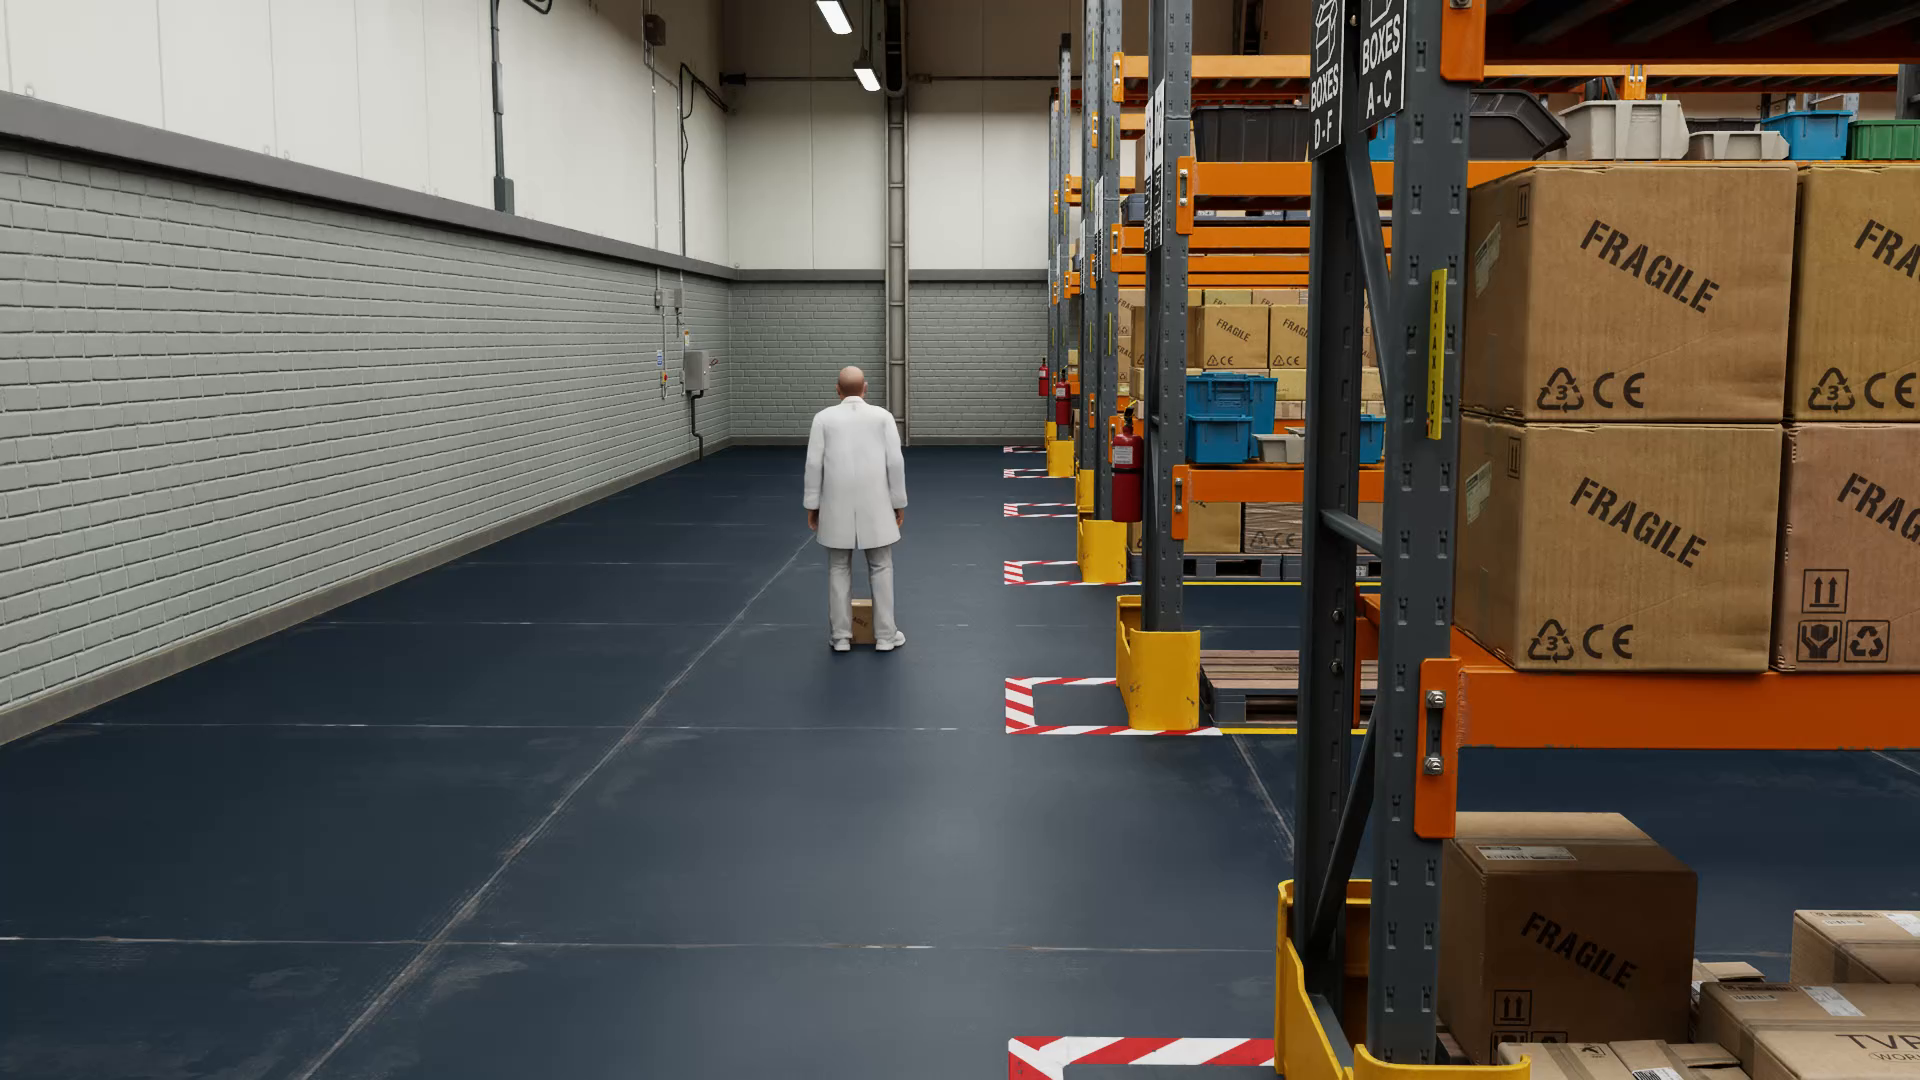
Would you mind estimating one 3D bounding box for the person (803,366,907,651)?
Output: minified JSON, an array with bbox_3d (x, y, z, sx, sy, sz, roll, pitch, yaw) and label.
[{"bbox_3d":[-0.656,-0.198,10.423,0.653,1.774,0.422,0,7,-2],"label":"person"}]
